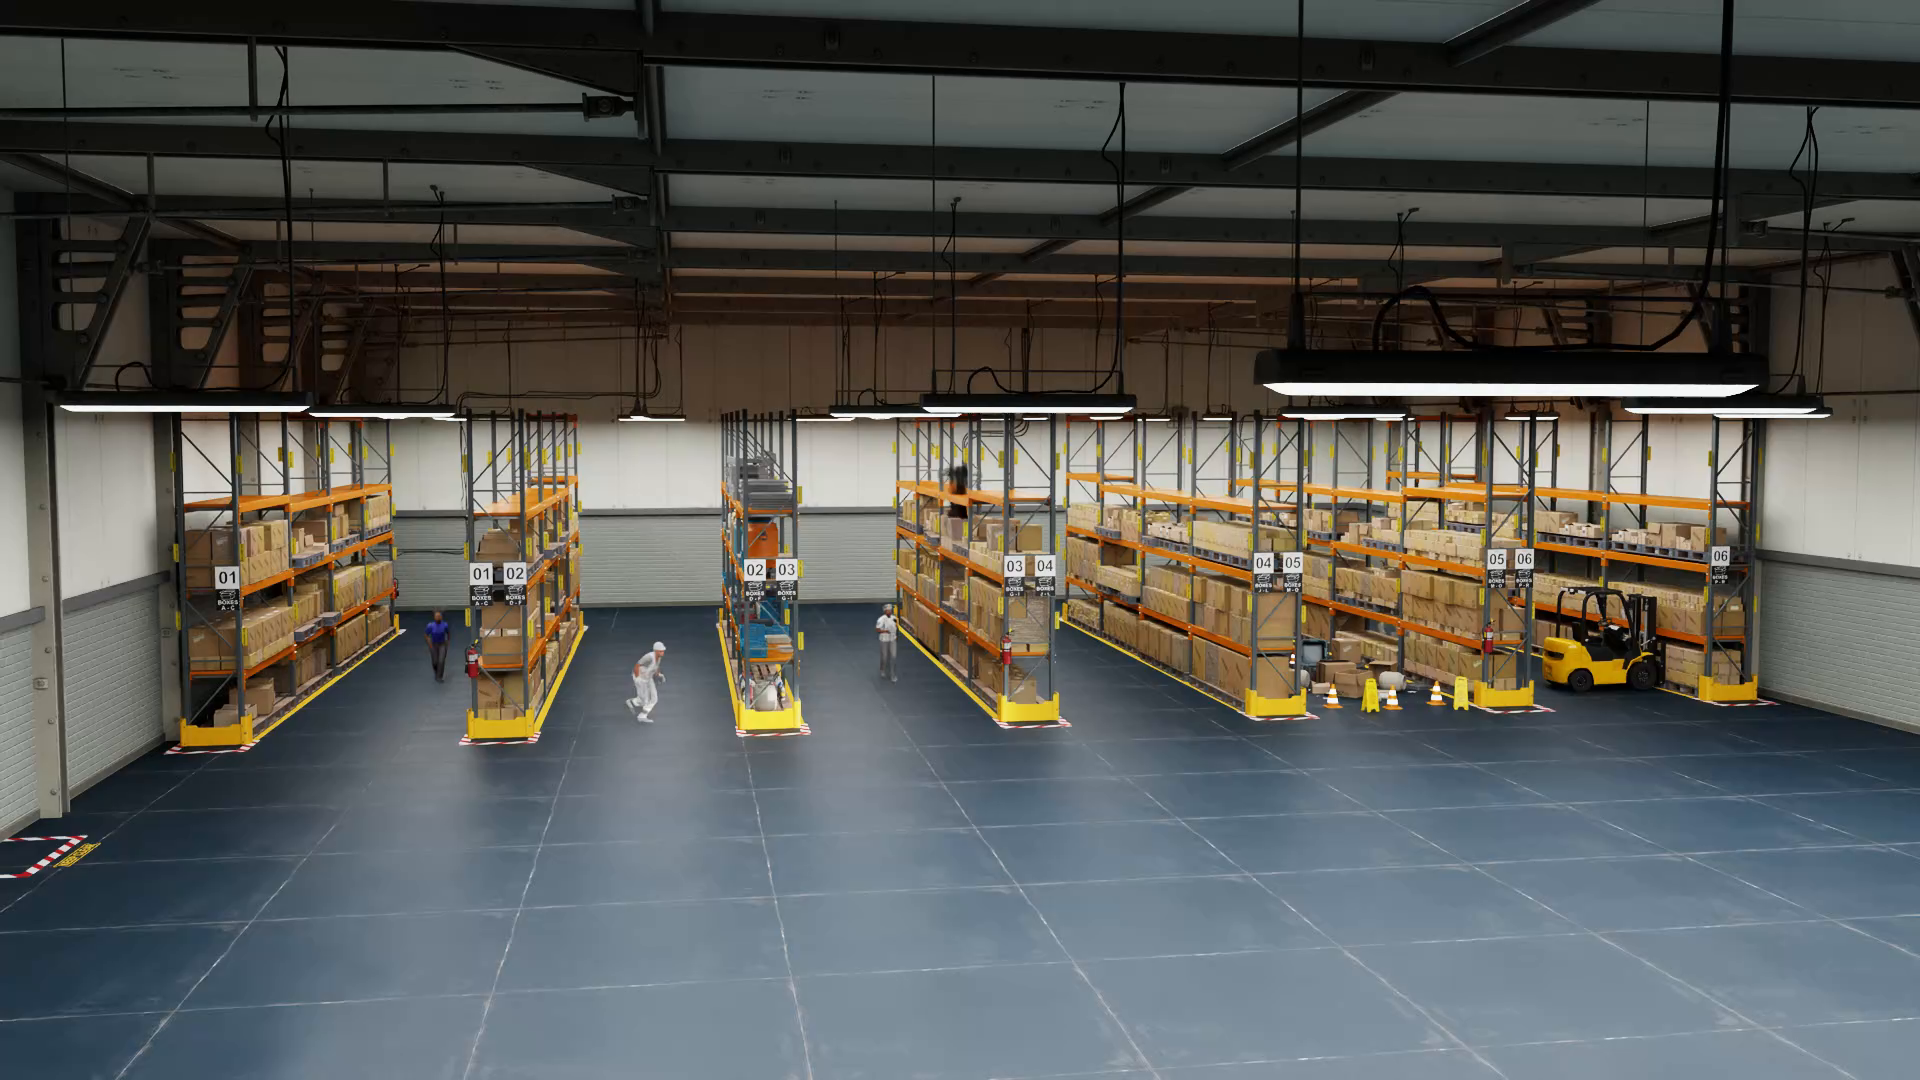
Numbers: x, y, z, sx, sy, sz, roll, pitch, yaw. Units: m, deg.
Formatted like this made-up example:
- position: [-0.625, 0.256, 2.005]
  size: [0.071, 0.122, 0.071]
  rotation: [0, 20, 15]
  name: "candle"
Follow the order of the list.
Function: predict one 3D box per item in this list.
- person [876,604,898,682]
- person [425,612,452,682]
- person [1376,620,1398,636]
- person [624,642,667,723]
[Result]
- position: [-1.627, 2.287, 37.154]
  size: [0.560, 1.751, 0.790]
  rotation: [-1, 4, -17]
  name: "person"
- position: [-11.585, 2.363, 36.937]
  size: [0.572, 1.580, 0.598]
  rotation: [-1, 4, -18]
  name: "person"
- position: [11.487, 1.744, 44.659]
  size: [0.700, 1.756, 1.062]
  rotation: [-2, 4, -21]
  name: "person"
- position: [-6.042, 2.723, 31.842]
  size: [0.996, 1.577, 0.675]
  rotation: [2, 4, 27]
  name: "person"
